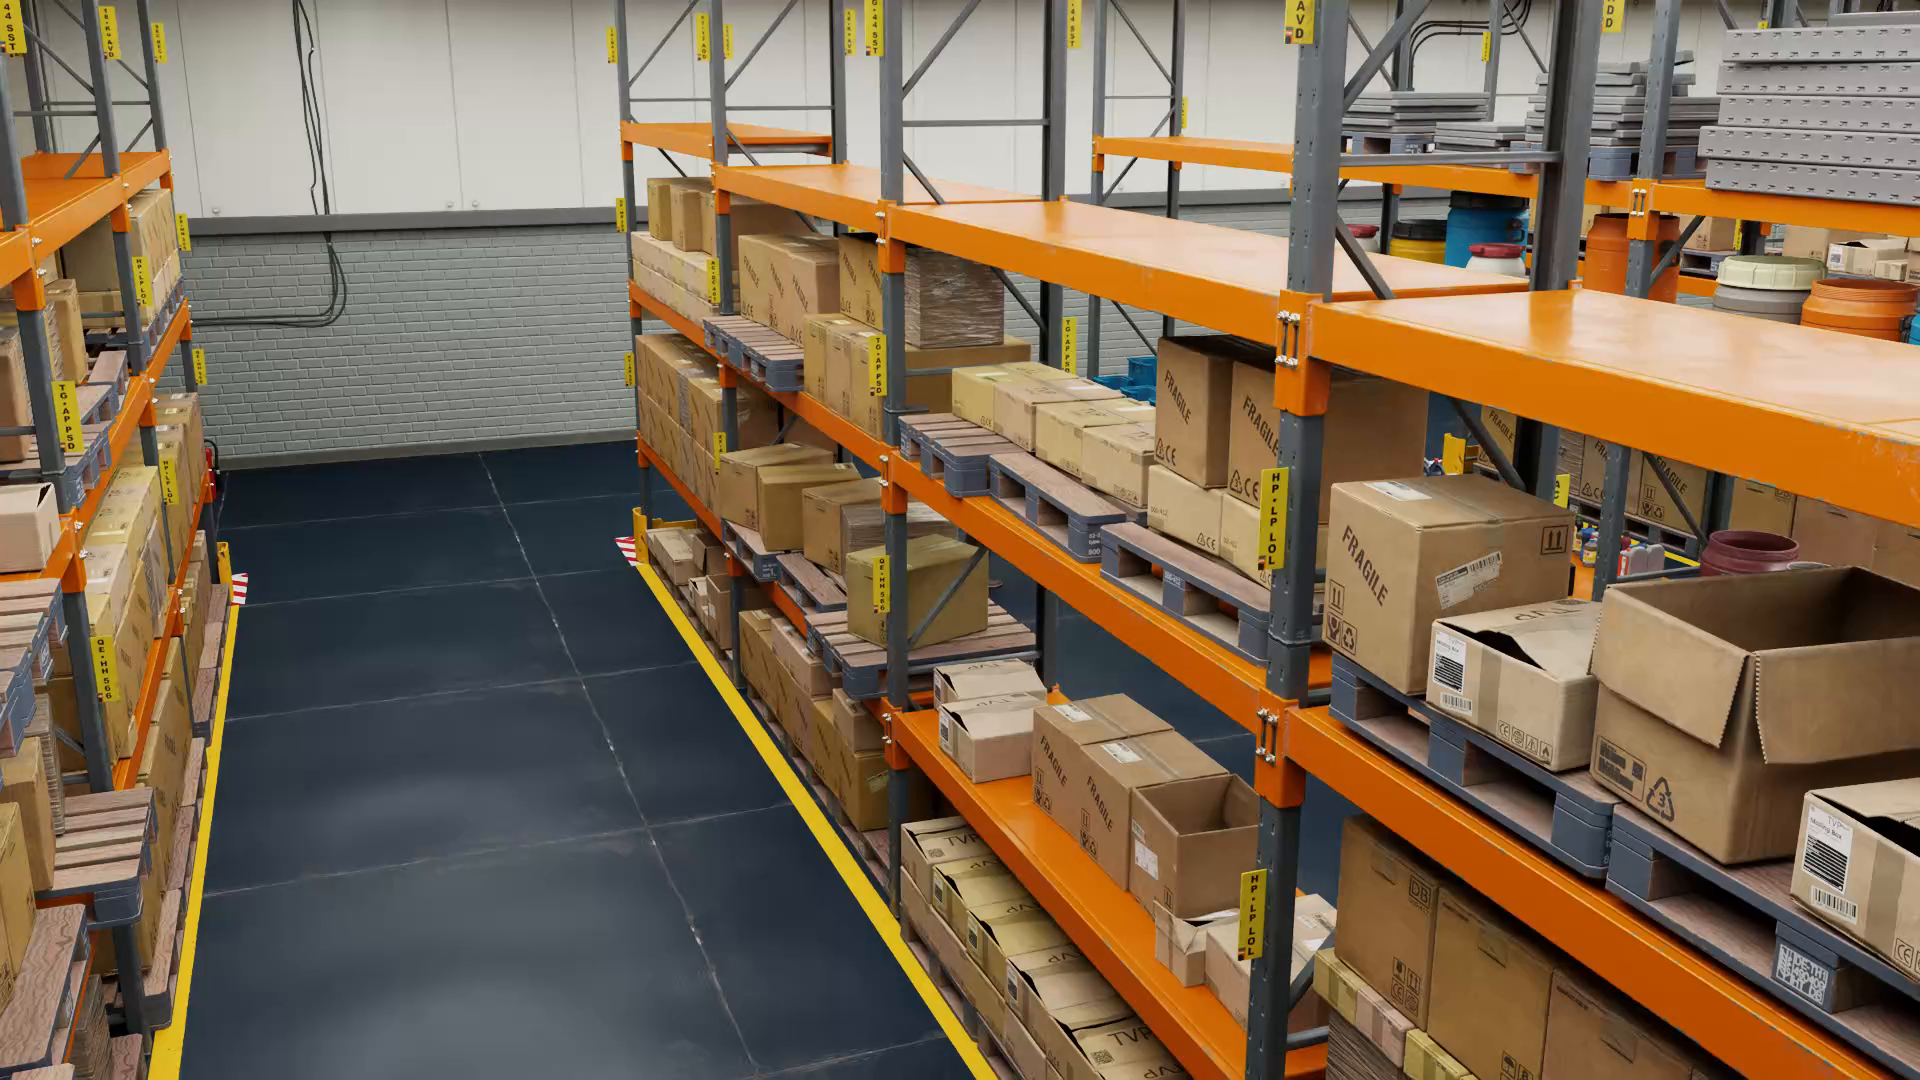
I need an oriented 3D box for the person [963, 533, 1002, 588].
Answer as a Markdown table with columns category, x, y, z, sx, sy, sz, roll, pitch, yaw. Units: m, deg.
| category | x | y | z | sx | sy | sz | roll | pitch | yaw |
| --- | --- | --- | --- | --- | --- | --- | --- | --- | --- |
| person | 0.225 | -0.369 | 15.865 | 0.510 | 1.651 | 0.451 | -6 | 17 | -19 |
